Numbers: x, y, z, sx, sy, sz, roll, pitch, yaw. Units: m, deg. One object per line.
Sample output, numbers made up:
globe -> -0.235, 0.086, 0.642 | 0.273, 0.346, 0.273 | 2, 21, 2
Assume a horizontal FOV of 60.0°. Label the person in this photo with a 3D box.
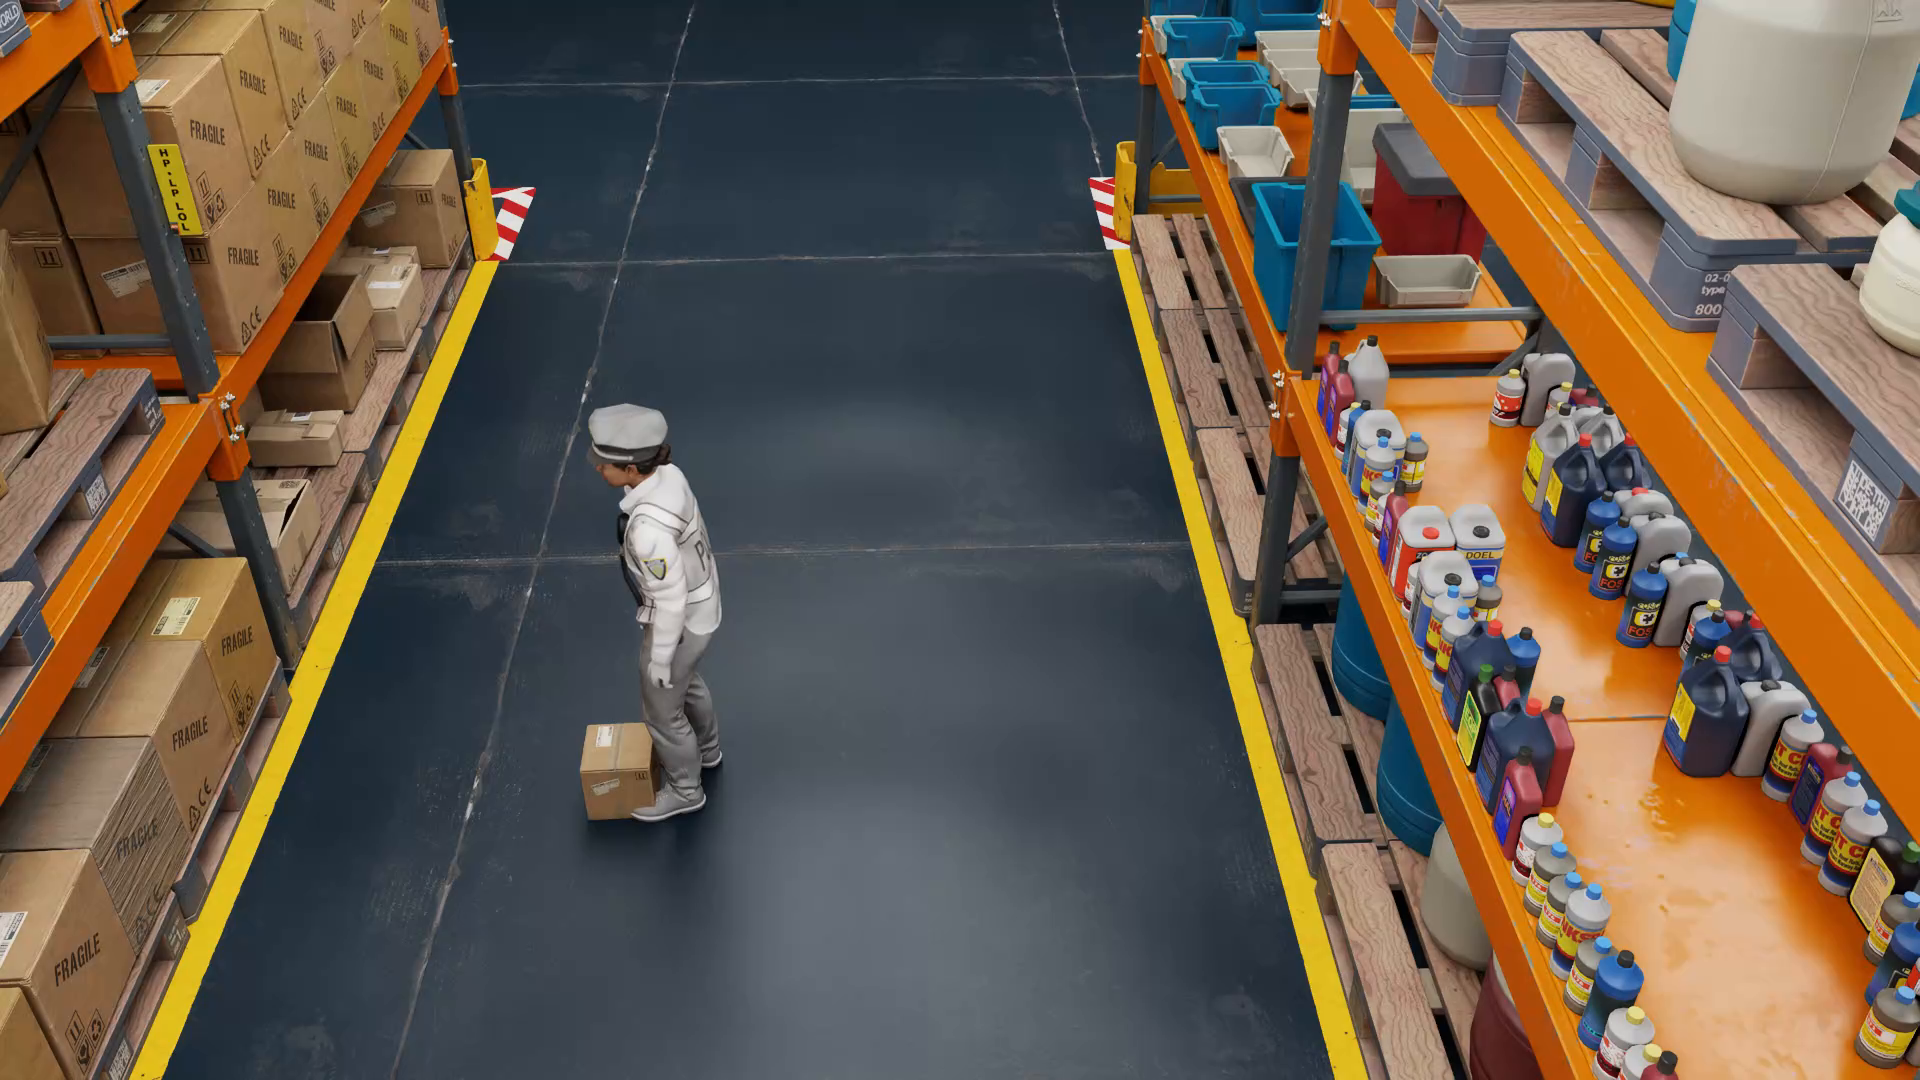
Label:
person -> -1.030, 0.274, 5.756 | 0.413, 1.665, 0.546 | -4, 36, -5
